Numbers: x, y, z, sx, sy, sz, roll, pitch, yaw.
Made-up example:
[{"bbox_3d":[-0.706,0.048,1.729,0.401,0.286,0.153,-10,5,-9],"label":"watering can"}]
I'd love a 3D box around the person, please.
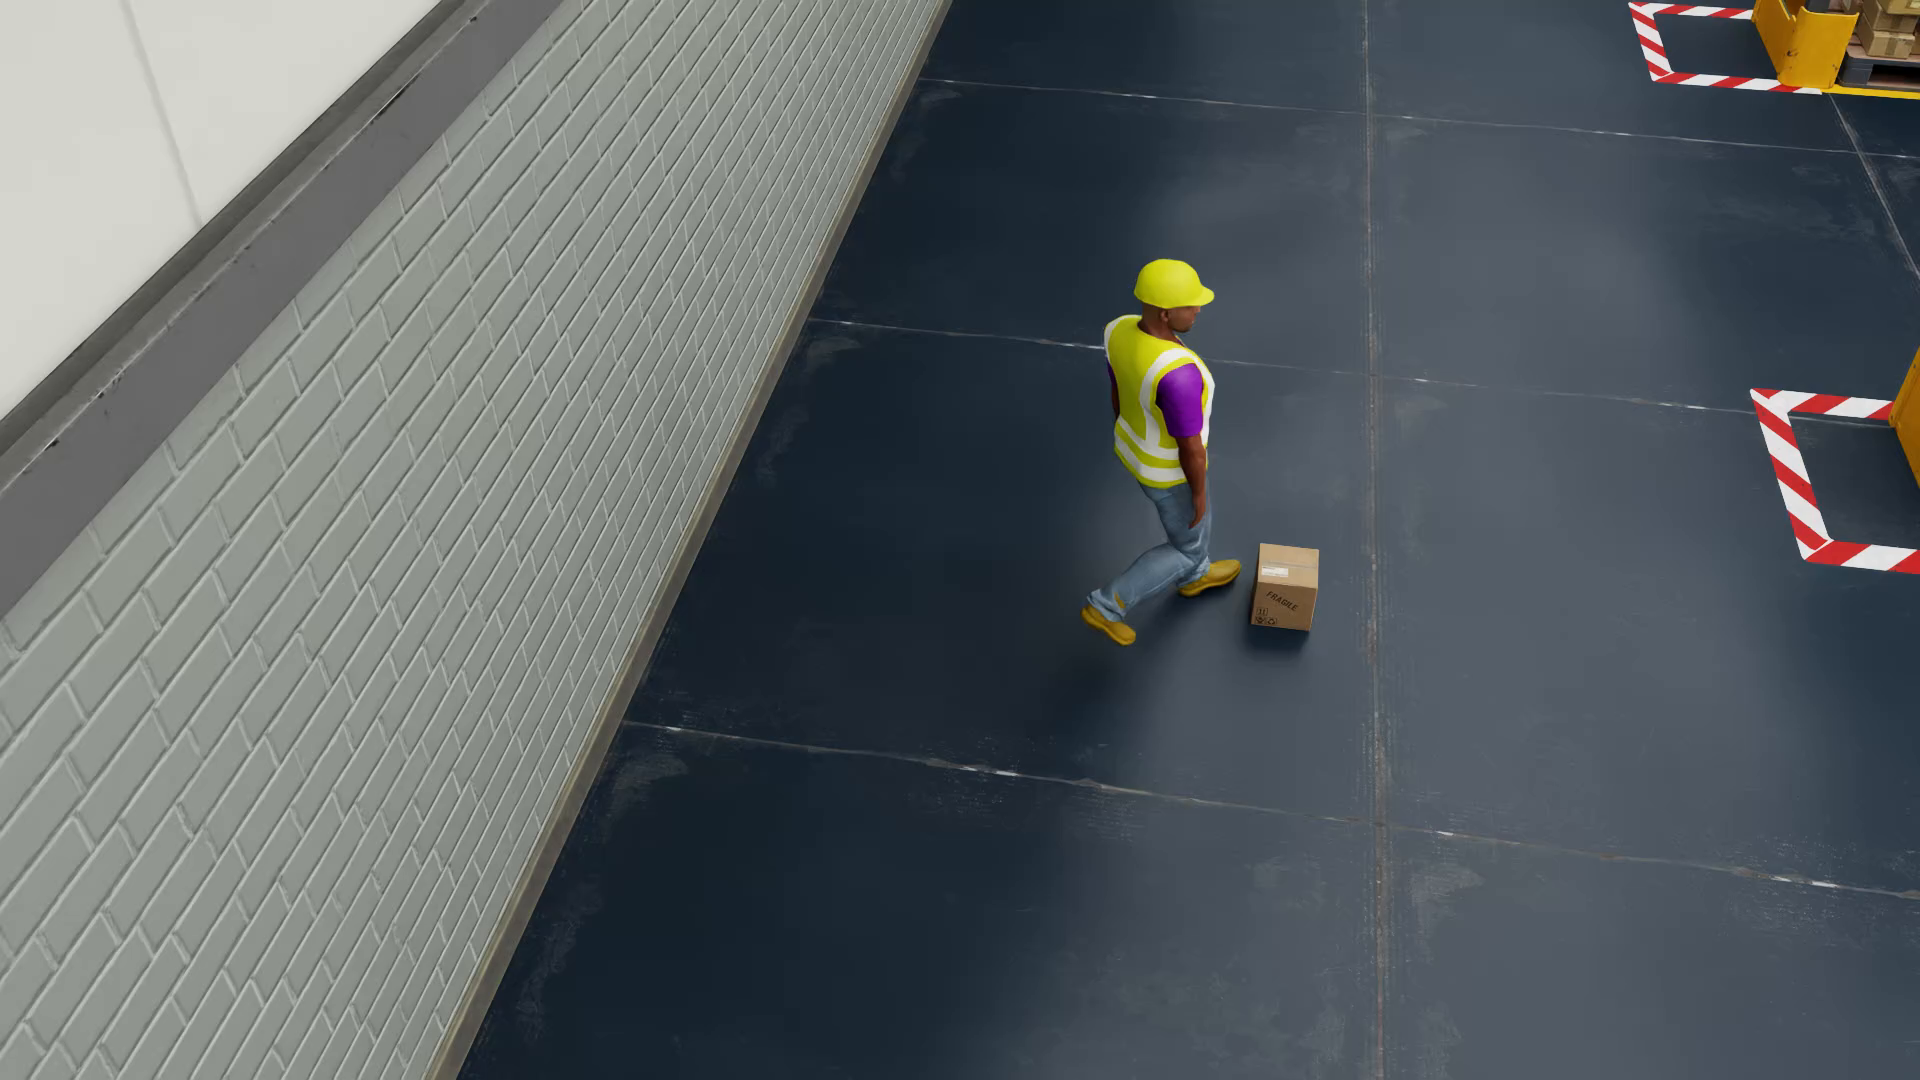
[{"bbox_3d":[0.845,-0.347,6.567,0.890,1.727,0.596,-15,42,-17],"label":"person"}]
